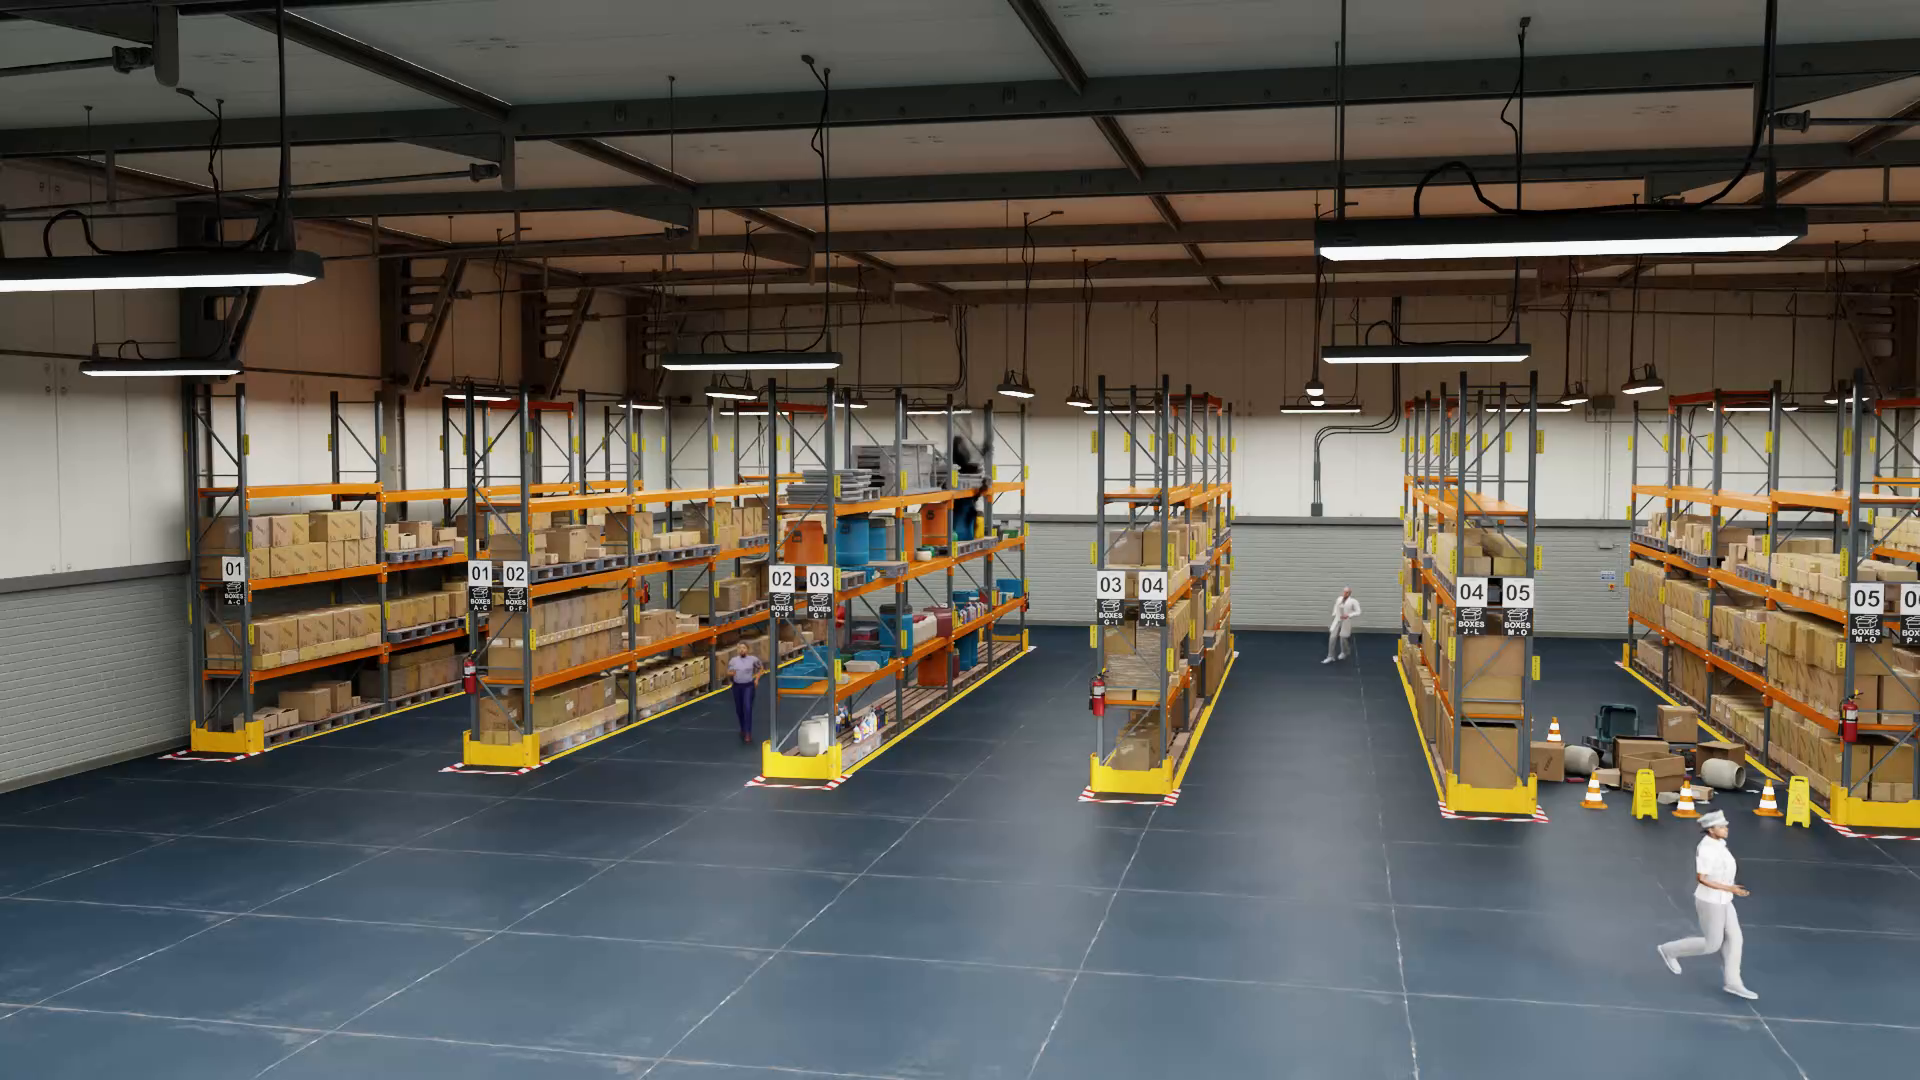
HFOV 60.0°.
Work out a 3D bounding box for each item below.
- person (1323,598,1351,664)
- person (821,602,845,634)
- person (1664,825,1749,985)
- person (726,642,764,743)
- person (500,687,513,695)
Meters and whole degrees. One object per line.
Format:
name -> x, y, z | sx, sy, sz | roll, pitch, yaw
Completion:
person -> 8.831, 2.063, 38.096 | 0.665, 1.511, 1.002 | 3, 4, 38
person -> -2.709, 1.613, 35.999 | 0.641, 0.854, 0.676 | 0, 3, 2
person -> 6.853, 3.273, 15.205 | 0.720, 1.566, 0.579 | 3, 4, 38
person -> -3.658, 2.573, 28.163 | 0.585, 1.700, 0.708 | 0, 3, 7
person -> -8.204, 2.336, 30.460 | 0.627, 1.704, 0.698 | 1, 3, 14
